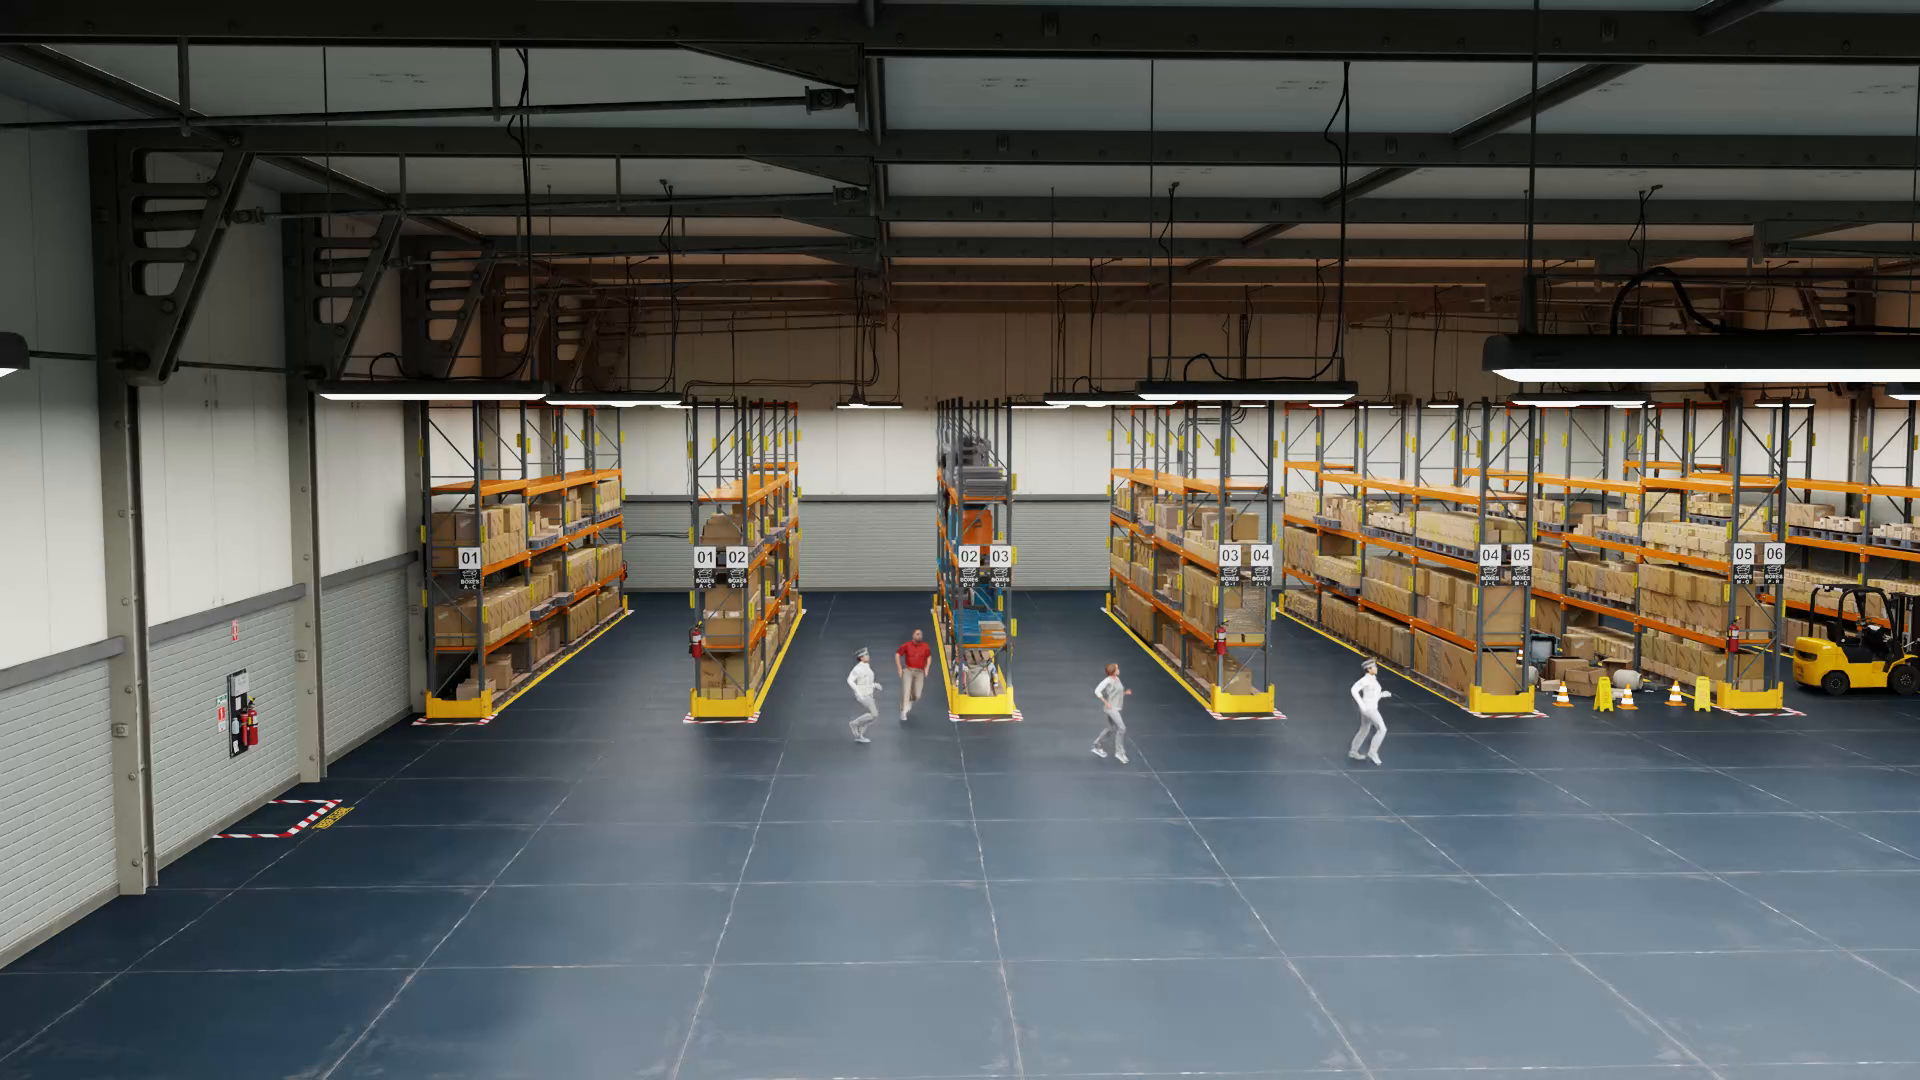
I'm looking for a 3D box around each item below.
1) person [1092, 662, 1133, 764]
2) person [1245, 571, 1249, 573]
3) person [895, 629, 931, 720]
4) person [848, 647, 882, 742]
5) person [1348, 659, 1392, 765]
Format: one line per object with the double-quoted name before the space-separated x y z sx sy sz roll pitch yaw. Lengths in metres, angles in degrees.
"person" 2.484 2.819 27.180 0.686 1.632 0.520 2 5 20
"person" 8.019 1.158 47.877 0.749 1.774 0.959 3 5 35
"person" -0.876 2.500 31.174 0.704 1.680 0.583 -1 5 -14
"person" -1.621 2.676 28.762 0.540 1.656 0.608 1 5 16
"person" 6.675 2.789 27.073 0.671 1.732 0.591 1 5 19
